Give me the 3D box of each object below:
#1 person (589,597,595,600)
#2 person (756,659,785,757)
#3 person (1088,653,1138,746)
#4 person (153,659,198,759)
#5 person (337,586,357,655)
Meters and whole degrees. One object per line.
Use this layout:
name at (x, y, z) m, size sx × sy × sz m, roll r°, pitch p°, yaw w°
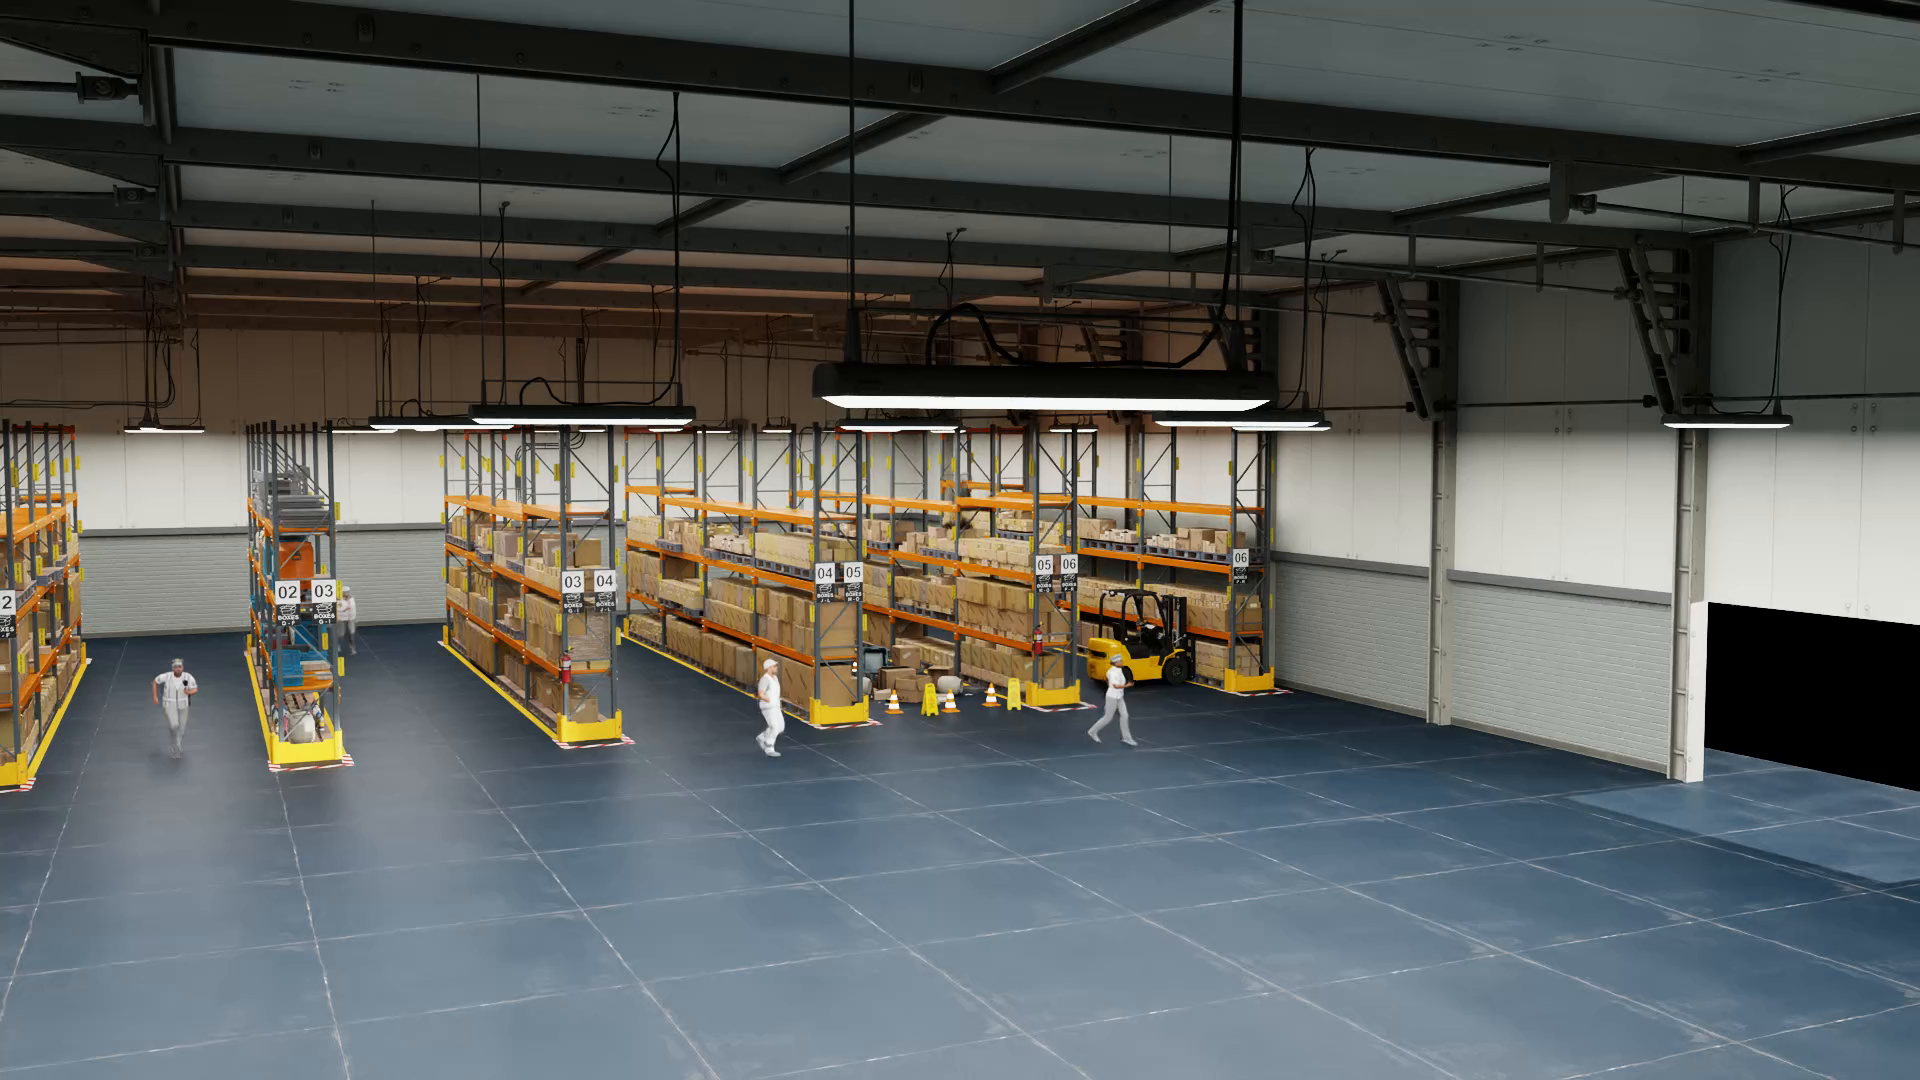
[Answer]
person at (-10.417, 1.894, 47.648) m, size 0.722 × 1.707 × 0.565 m, roll 0°, pitch 4°, yaw 7°
person at (-3.416, 2.992, 29.667) m, size 0.600 × 1.745 × 0.665 m, roll 1°, pitch 4°, yaw 15°
person at (2.830, 2.934, 30.716) m, size 0.929 × 1.694 × 0.566 m, roll 1°, pitch 4°, yaw 19°
person at (-13.974, 2.997, 29.651) m, size 0.690 × 1.809 × 0.843 m, roll -2°, pitch 4°, yaw -33°
person at (-16.082, 2.088, 43.537) m, size 0.643 × 1.783 × 0.947 m, roll -3°, pitch 5°, yaw -43°
